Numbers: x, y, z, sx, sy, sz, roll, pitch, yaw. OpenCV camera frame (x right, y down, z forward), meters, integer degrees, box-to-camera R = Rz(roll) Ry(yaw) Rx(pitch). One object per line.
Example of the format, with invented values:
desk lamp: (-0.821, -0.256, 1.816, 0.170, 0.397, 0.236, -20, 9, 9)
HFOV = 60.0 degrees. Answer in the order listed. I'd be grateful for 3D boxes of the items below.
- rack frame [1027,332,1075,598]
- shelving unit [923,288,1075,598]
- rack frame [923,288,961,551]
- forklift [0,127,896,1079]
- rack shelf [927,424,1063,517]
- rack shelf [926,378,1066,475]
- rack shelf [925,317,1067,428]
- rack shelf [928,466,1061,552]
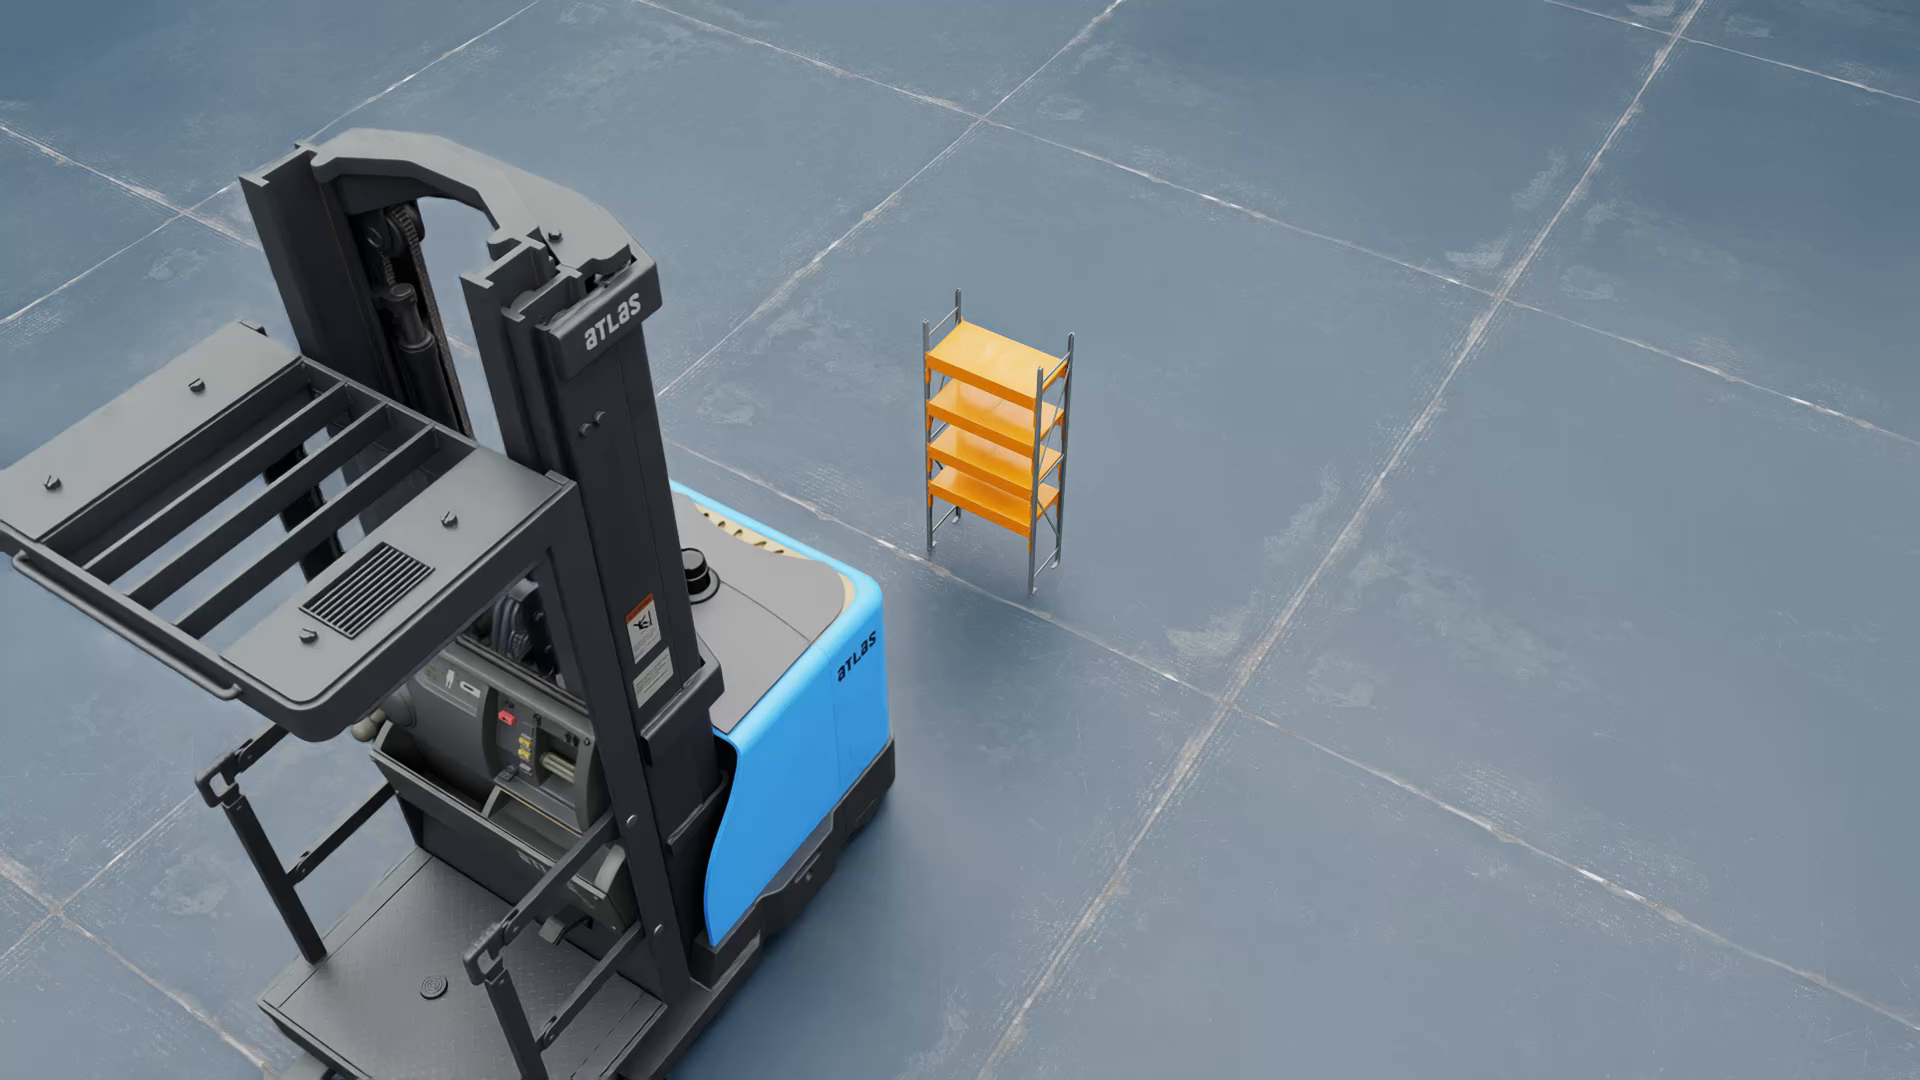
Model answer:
rack frame: (0.345, -0.260, 6.387, 0.015, 1.200, 0.240, 25, 51, 22)
shelving unit: (0.139, -0.354, 6.479, 0.503, 1.200, 0.258, 25, 51, 22)
rack frame: (-0.066, -0.449, 6.571, 0.015, 1.200, 0.240, 25, 51, 22)
forklift: (-1.456, 0.564, 4.380, 1.130, 2.935, 3.031, 25, 51, 22)
rack shelf: (0.139, -0.307, 6.527, 0.480, 0.148, 0.258, 25, 51, 22)
rack shelf: (0.139, -0.463, 6.367, 0.480, 0.148, 0.258, 25, 51, 22)
rack shelf: (0.139, -0.628, 6.197, 0.480, 0.148, 0.258, 25, 51, 22)
rack shelf: (0.139, -0.169, 6.670, 0.480, 0.148, 0.258, 25, 51, 22)
